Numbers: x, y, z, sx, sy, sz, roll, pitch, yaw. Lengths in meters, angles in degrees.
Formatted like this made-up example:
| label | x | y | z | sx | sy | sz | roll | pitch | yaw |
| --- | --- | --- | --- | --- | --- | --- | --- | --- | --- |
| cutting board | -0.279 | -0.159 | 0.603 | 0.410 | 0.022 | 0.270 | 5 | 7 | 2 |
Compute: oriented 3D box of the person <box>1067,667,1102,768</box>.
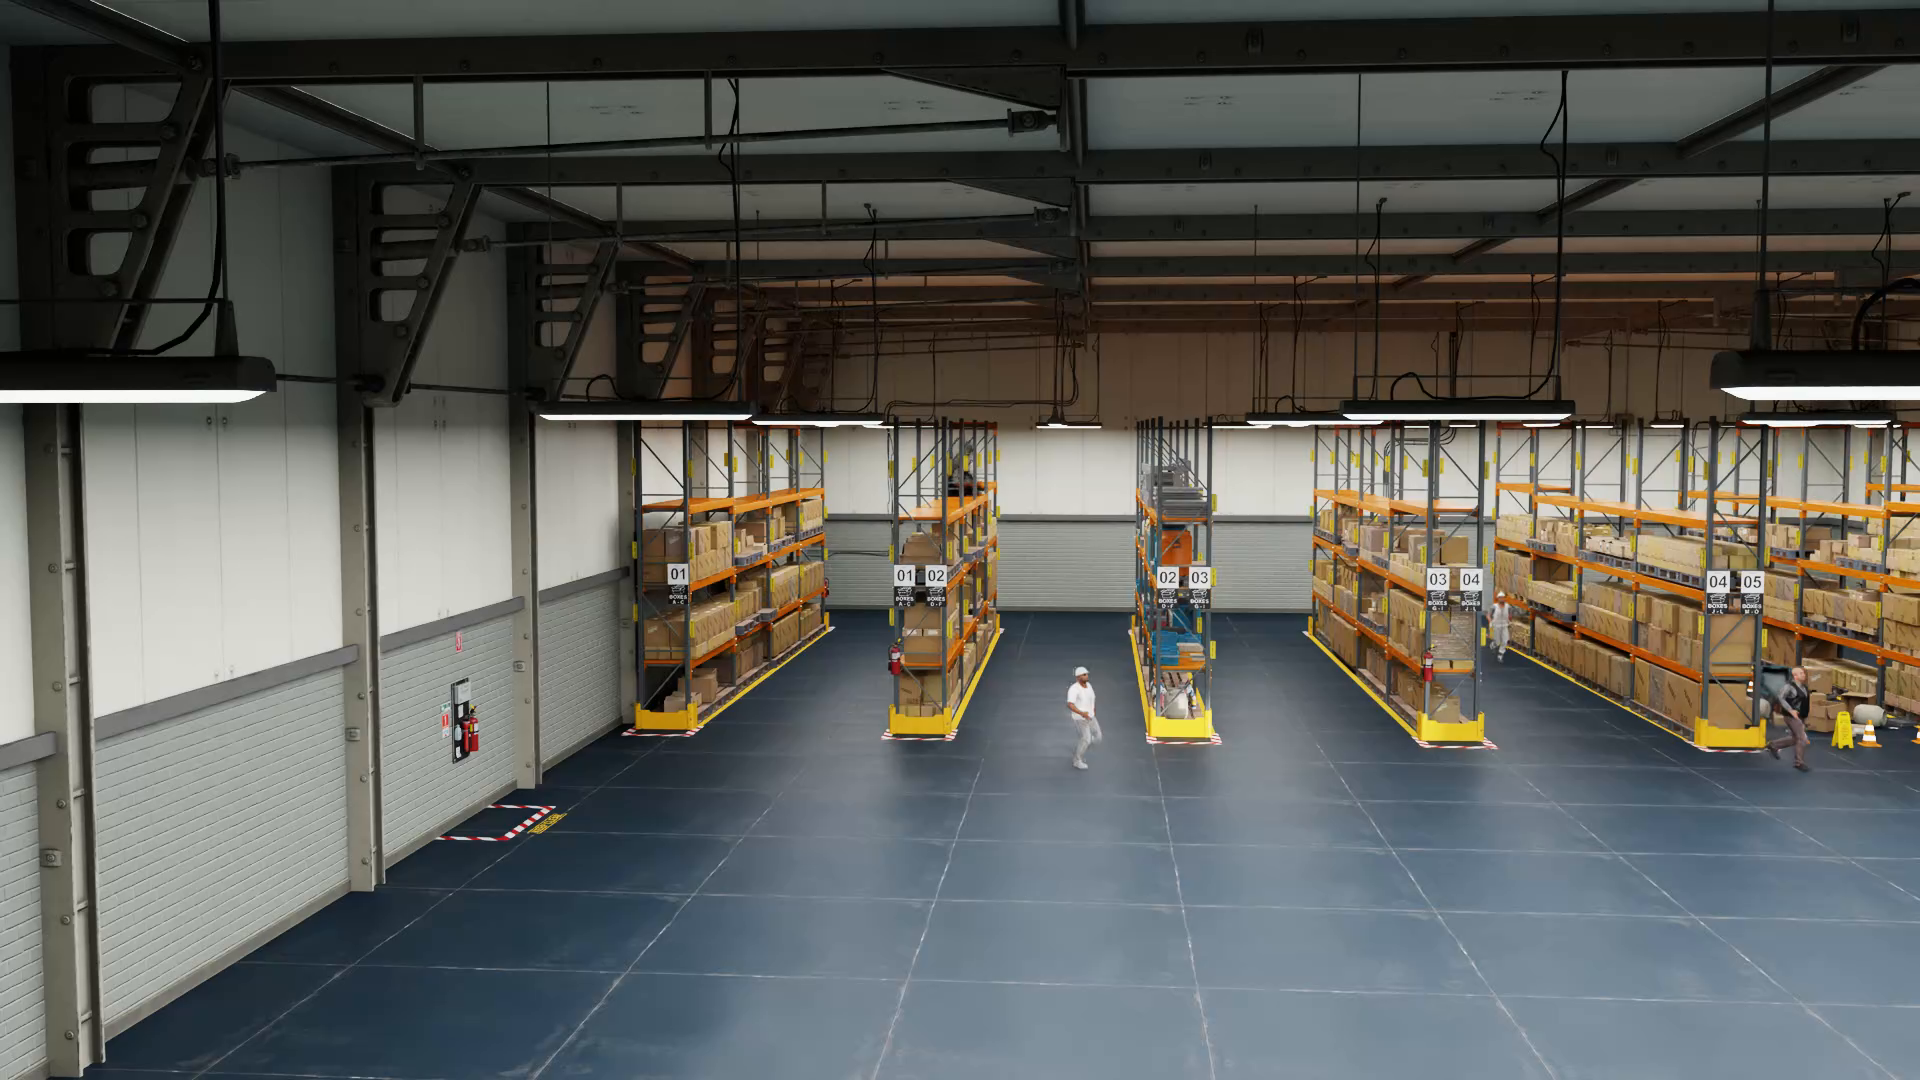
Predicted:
| label | x | y | z | sx | sy | sz | roll | pitch | yaw |
| --- | --- | --- | --- | --- | --- | --- | --- | --- | --- |
| person | 2.127 | 3.015 | 28.288 | 0.517 | 1.723 | 0.708 | 3 | 5 | 37 |

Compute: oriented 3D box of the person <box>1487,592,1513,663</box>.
| label | x | y | z | sx | sy | sz | roll | pitch | yaw |
| --- | --- | --- | --- | --- | --- | --- | --- | --- | --- |
| person | 13.428 | 2.160 | 41.381 | 0.646 | 1.741 | 0.702 | 0 | 4 | 2 |

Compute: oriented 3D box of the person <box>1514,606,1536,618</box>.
| label | x | y | z | sx | sy | sz | roll | pitch | yaw |
| --- | --- | --- | --- | --- | --- | --- | --- | --- | --- |
| person | 16.059 | 1.758 | 47.257 | 0.907 | 1.777 | 0.680 | 0 | 4 | 3 |

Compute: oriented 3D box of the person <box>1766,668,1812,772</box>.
| label | x | y | z | sx | sy | sz | roll | pitch | yaw |
| --- | --- | --- | --- | --- | --- | --- | --- | --- | --- |
| person | 14.121 | 3.022 | 28.248 | 0.632 | 1.734 | 0.809 | -3 | 5 | -36 |
